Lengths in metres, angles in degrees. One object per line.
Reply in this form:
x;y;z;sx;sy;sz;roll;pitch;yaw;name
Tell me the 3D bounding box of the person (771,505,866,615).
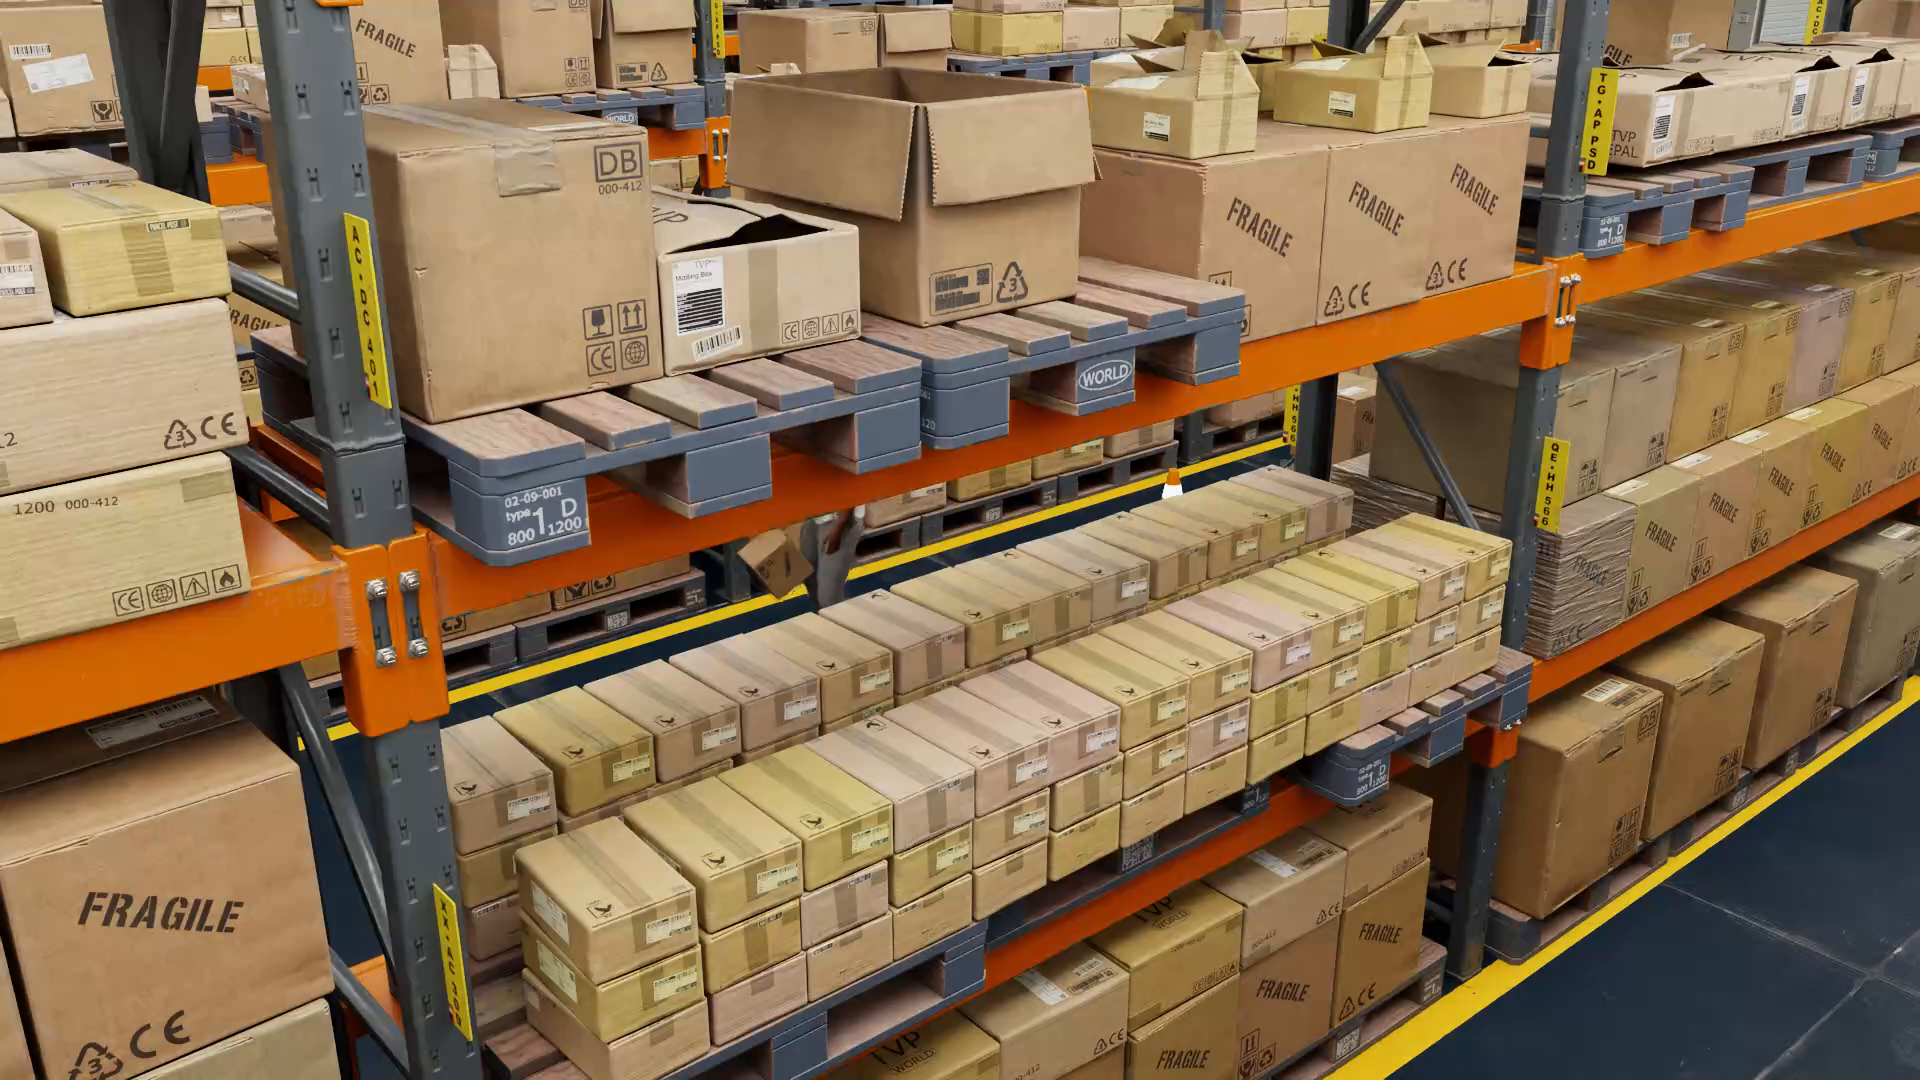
-0.737;-0.097;8.801;0.452;1.688;0.532;-16;26;-35;person
